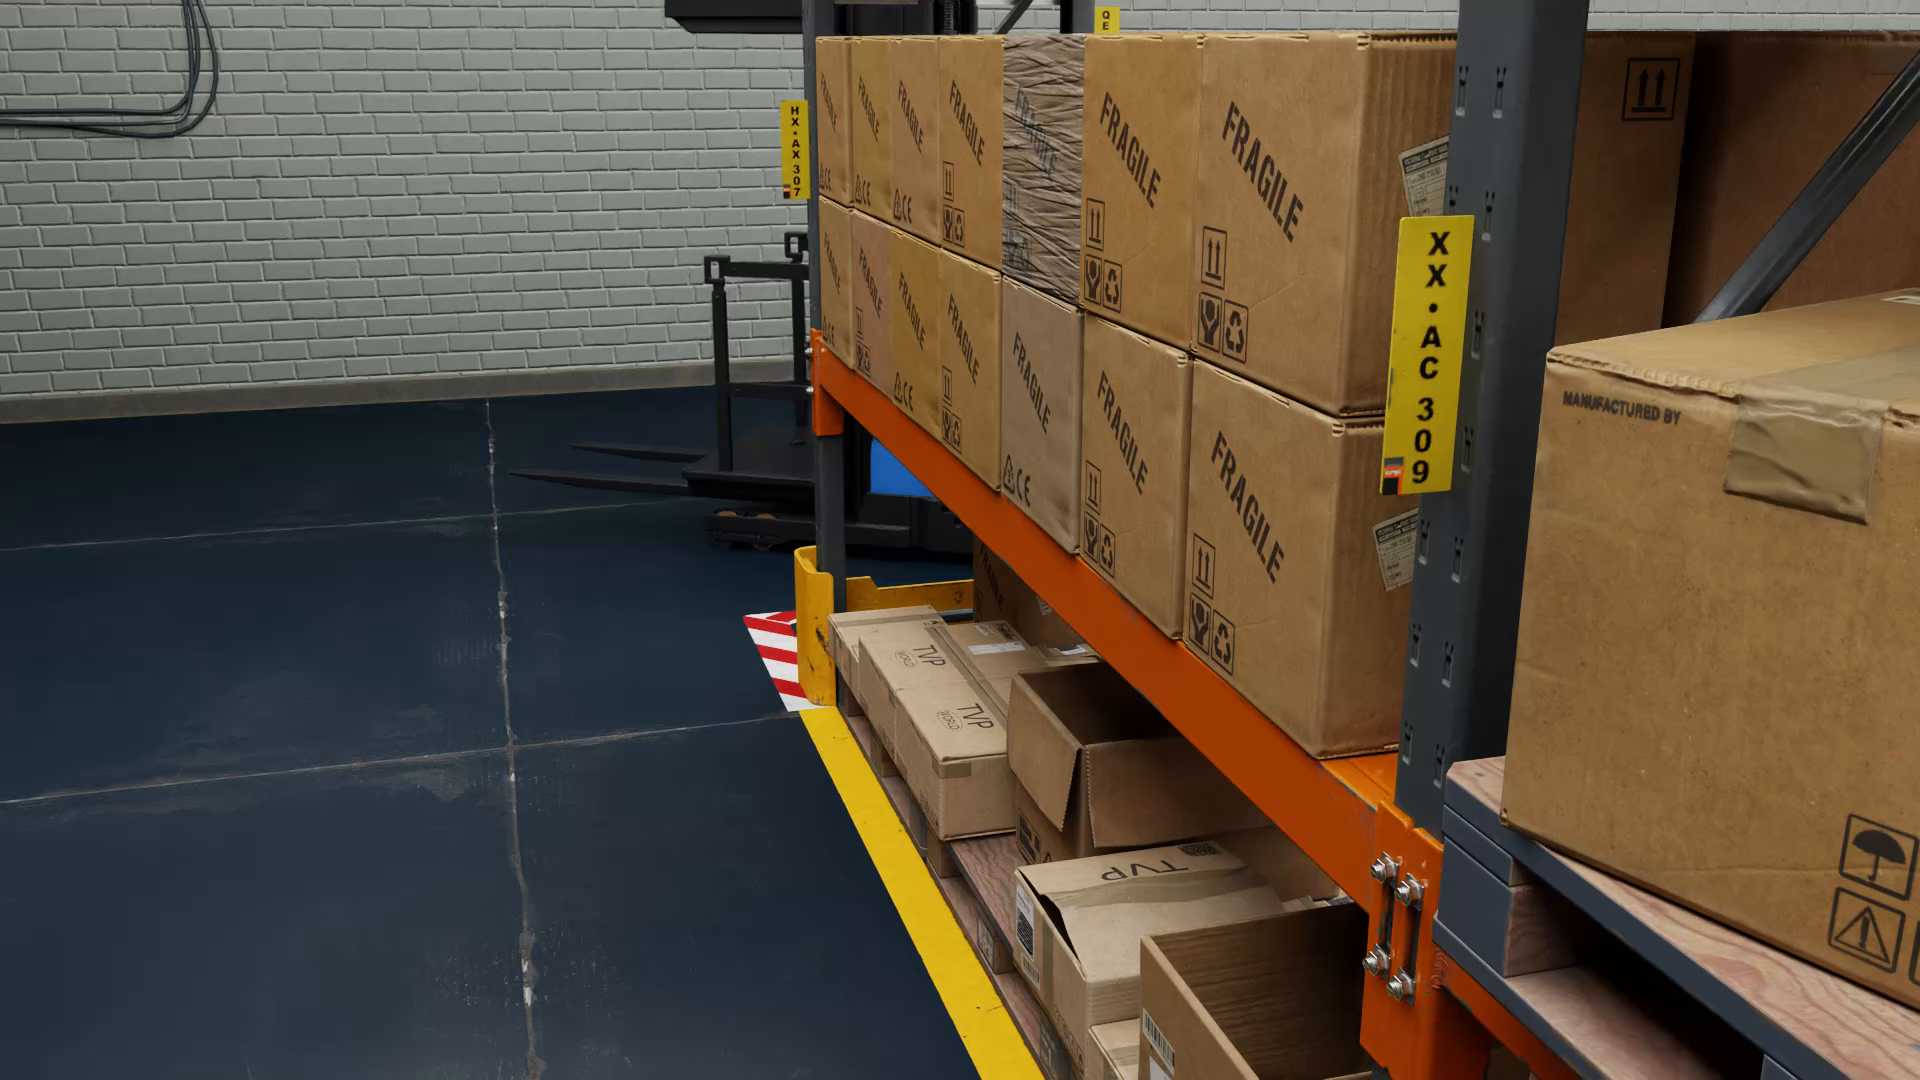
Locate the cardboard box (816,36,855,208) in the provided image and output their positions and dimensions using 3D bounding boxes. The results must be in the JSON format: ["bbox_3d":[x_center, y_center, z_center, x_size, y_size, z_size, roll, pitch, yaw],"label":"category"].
[{"bbox_3d":[-0.164,-1.333,5.263,0.500,0.500,0.500,-4,17,-14],"label":"cardboard box"}]

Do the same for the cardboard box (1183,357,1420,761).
[{"bbox_3d":[0.683,-0.009,2.594,0.500,0.500,0.500,-4,17,-14],"label":"cardboard box"}]

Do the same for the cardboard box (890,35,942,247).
[{"bbox_3d":[0.120,-1.050,4.322,0.500,0.500,0.500,-4,17,-14],"label":"cardboard box"}]

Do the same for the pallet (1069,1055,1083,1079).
[{"bbox_3d":[0.879,1.302,3.250,1.003,0.211,1.213,-5,17,-15],"label":"pallet"}]

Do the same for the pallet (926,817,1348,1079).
[{"bbox_3d":[0.540,0.964,4.375,1.003,0.211,1.213,-5,17,-15],"label":"pallet"}]

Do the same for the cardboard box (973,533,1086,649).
[{"bbox_3d":[0.354,0.168,5.760,0.500,0.500,0.500,-5,17,-15],"label":"cardboard box"}]

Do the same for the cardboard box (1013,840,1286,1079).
[{"bbox_3d":[0.432,0.891,3.680,0.500,0.311,0.500,-5,17,-15],"label":"cardboard box"}]

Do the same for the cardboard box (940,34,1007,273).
[{"bbox_3d":[0.260,-0.909,3.854,0.500,0.500,0.500,-5,17,-16],"label":"cardboard box"}]

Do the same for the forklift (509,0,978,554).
[{"bbox_3d":[-0.705,-1.499,7.848,3.031,2.935,1.130,5,17,15],"label":"forklift"}]

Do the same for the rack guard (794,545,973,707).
[{"bbox_3d":[-0.011,0.269,6.189,1.175,0.500,0.348,-5,17,-15],"label":"rack guard"}]

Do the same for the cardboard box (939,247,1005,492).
[{"bbox_3d":[0.254,-0.434,4.009,0.500,0.500,0.500,-4,17,-15],"label":"cardboard box"}]

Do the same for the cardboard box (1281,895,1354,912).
[{"bbox_3d":[0.912,0.931,3.797,0.380,0.166,0.250,-5,17,-15],"label":"cardboard box"}]

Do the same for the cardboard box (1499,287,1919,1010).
[{"bbox_3d":[0.982,0.057,1.646,0.700,0.500,0.500,-12,20,-34],"label":"cardboard box"}]

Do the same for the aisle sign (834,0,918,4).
[{"bbox_3d":[-0.333,-2.190,5.511,0.394,0.787,0.004,-5,17,-15],"label":"aisle sign"}]

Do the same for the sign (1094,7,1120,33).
[{"bbox_3d":[0.507,-1.694,5.815,0.100,0.325,0.005,-5,17,-15],"label":"sign"}]

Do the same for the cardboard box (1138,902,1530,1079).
[{"bbox_3d":[0.638,1.008,2.962,0.500,0.500,0.500,-5,17,-15],"label":"cardboard box"}]

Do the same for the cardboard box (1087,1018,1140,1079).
[{"bbox_3d":[0.477,1.077,3.342,0.380,0.149,0.250,-5,17,-15],"label":"cardboard box"}]

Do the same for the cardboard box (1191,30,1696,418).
[{"bbox_3d":[0.679,-0.489,2.455,0.500,0.500,0.500,-5,17,-15],"label":"cardboard box"}]

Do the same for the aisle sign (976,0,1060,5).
[{"bbox_3d":[0.243,-2.238,5.669,0.394,0.787,0.004,-5,17,-15],"label":"aisle sign"}]

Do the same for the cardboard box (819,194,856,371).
[{"bbox_3d":[-0.164,-0.854,5.407,0.500,0.500,0.500,-4,17,-14],"label":"cardboard box"}]

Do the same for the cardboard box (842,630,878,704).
[{"bbox_3d":[-0.179,0.409,5.537,0.380,0.166,0.250,-5,17,-15],"label":"cardboard box"}]

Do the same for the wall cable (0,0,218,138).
[{"bbox_3d":[-6.005,-3.536,9.478,3.097,2.526,0.112,-5,17,-15],"label":"wall cable"}]

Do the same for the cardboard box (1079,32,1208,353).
[{"bbox_3d":[0.536,-0.631,2.926,0.500,0.500,0.500,-5,17,-16],"label":"cardboard box"}]

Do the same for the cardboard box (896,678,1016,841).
[{"bbox_3d":[0.119,0.606,4.735,0.500,0.250,0.500,-5,17,-15],"label":"cardboard box"}]

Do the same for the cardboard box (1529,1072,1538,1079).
[{"bbox_3d":[1.160,1.101,2.983,0.500,0.311,0.500,-5,17,-15],"label":"cardboard box"}]

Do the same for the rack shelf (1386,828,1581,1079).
[{"bbox_3d":[1.617,1.055,0.478,1.077,0.370,4.000,-5,17,-15],"label":"rack shelf"}]

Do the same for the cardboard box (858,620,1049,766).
[{"bbox_3d":[-0.018,0.468,5.196,0.500,0.250,0.500,-5,17,-15],"label":"cardboard box"}]

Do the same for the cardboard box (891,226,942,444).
[{"bbox_3d":[0.118,-0.572,4.470,0.500,0.500,0.500,-5,17,-15],"label":"cardboard box"}]

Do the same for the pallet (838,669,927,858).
[{"bbox_3d":[0.209,0.628,5.496,1.003,0.211,1.213,-5,17,-15],"label":"pallet"}]

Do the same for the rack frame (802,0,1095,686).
[{"bbox_3d":[-0.032,-0.950,5.899,1.000,3.000,0.127,-5,17,-15],"label":"rack frame"}]

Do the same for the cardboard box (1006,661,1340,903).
[{"bbox_3d":[0.546,0.622,4.240,0.797,0.503,0.637,-5,17,-15],"label":"cardboard box"}]

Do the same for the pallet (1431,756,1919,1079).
[{"bbox_3d":[1.182,0.478,1.479,1.003,0.211,1.213,-5,17,-15],"label":"pallet"}]

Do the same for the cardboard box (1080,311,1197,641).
[{"bbox_3d":[0.540,-0.151,3.069,0.500,0.500,0.500,-4,17,-14],"label":"cardboard box"}]

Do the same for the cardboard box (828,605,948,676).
[{"bbox_3d":[-0.248,0.348,5.770,0.380,0.149,0.250,-5,17,-15],"label":"cardboard box"}]

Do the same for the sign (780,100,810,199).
[{"bbox_3d":[-0.554,-1.321,5.632,0.100,0.325,0.005,-5,17,-15],"label":"sign"}]

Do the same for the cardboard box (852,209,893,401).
[{"bbox_3d":[-0.017,-0.712,4.933,0.500,0.500,0.500,-5,17,-16],"label":"cardboard box"}]

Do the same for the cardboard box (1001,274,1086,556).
[{"bbox_3d":[0.397,-0.293,3.541,0.500,0.500,0.500,-4,17,-14],"label":"cardboard box"}]

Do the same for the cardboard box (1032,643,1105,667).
[{"bbox_3d":[0.379,0.447,5.411,0.380,0.166,0.250,-5,17,-15],"label":"cardboard box"}]

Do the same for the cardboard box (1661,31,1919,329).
[{"bbox_3d":[1.208,-0.522,2.565,0.500,0.500,0.500,-4,17,-14],"label":"cardboard box"}]

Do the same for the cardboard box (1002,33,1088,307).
[{"bbox_3d":[0.397,-0.770,3.390,0.500,0.500,0.500,-5,17,-15],"label":"cardboard box"}]

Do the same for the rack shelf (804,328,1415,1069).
[{"bbox_3d":[0.517,-0.052,4.161,1.077,0.370,4.000,-5,17,-15],"label":"rack shelf"}]

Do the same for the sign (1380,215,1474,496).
[{"bbox_3d":[0.547,-0.213,1.941,0.100,0.325,0.005,-5,17,-15],"label":"sign"}]

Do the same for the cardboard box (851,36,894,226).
[{"bbox_3d":[-0.013,-1.189,4.784,0.500,0.500,0.500,-5,17,-15],"label":"cardboard box"}]
